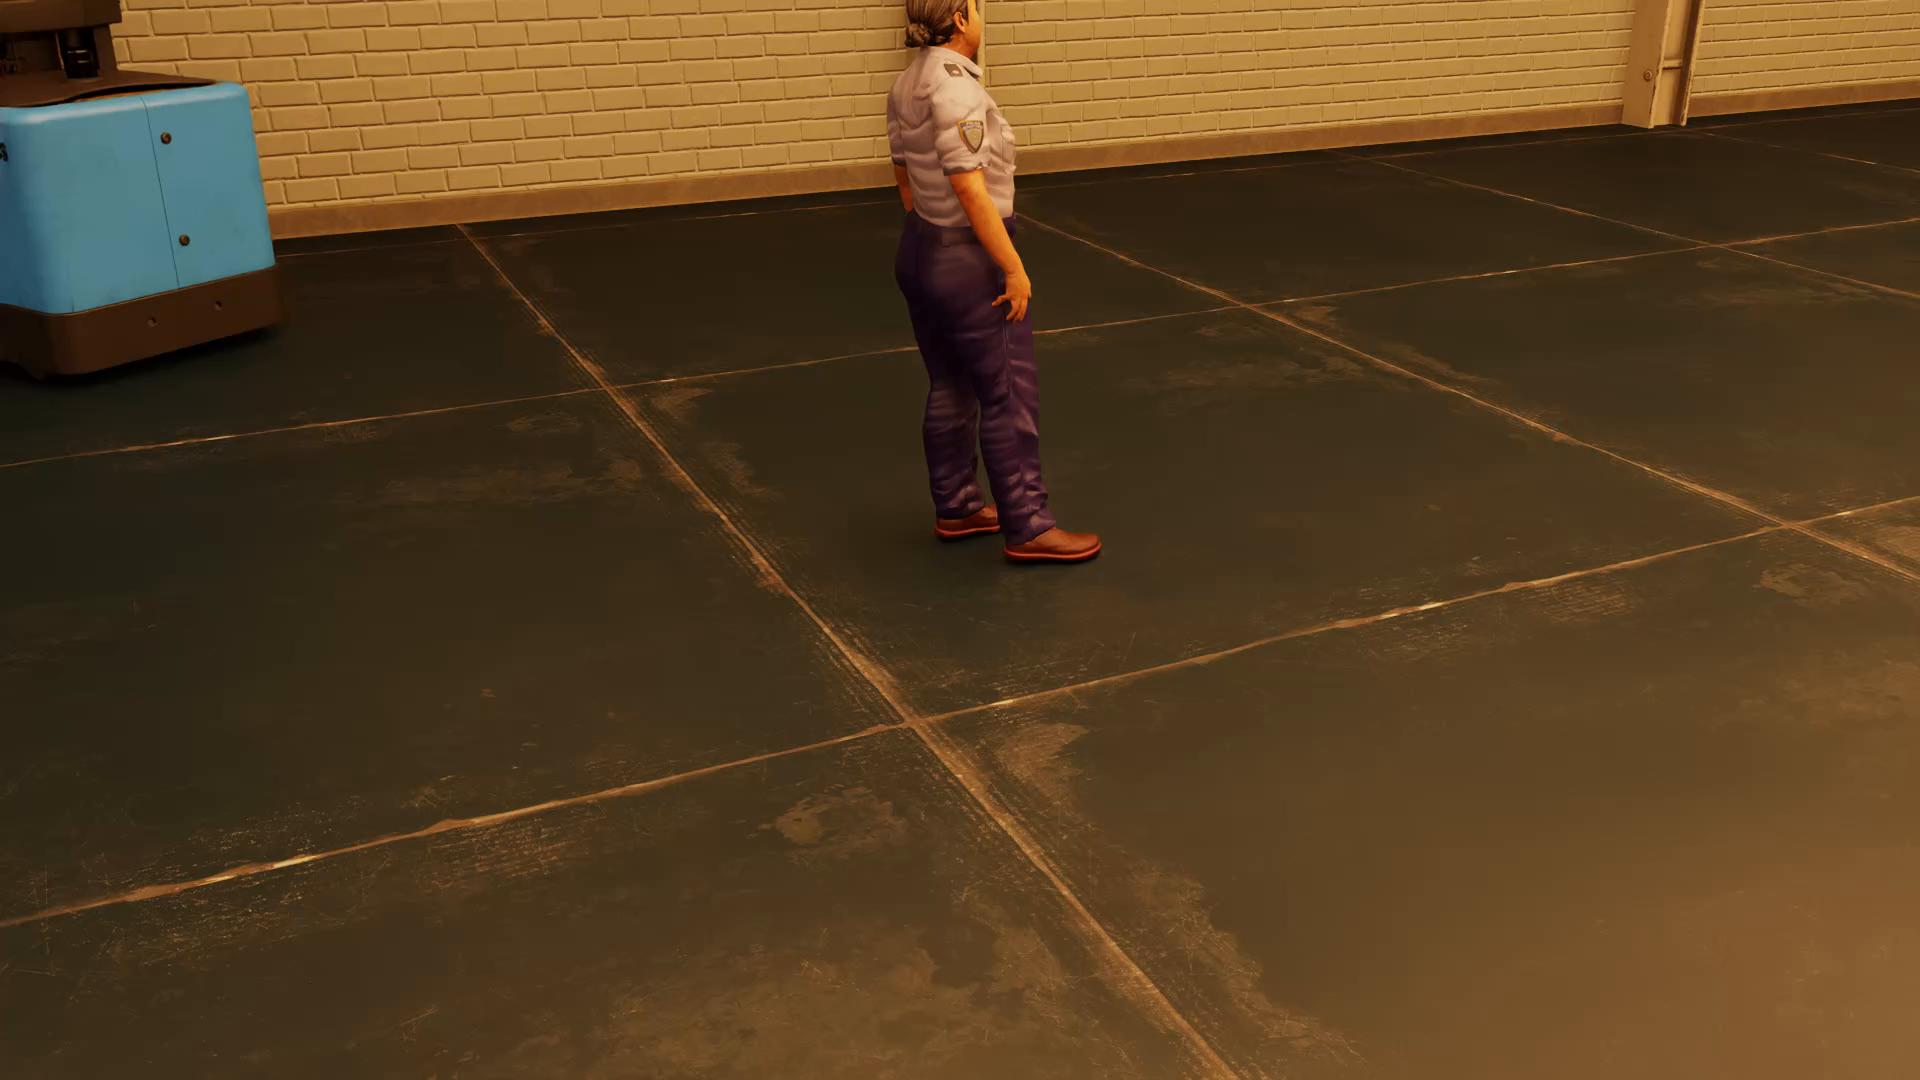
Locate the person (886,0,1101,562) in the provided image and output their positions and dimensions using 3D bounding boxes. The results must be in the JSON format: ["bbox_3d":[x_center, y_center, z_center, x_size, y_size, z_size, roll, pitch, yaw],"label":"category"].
[{"bbox_3d":[0.091,-0.775,4.803,0.503,1.651,0.598,-10,25,-23],"label":"person"}]

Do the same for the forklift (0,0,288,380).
[{"bbox_3d":[-4.445,-2.390,7.039,3.031,2.935,1.130,13,26,29],"label":"forklift"}]
